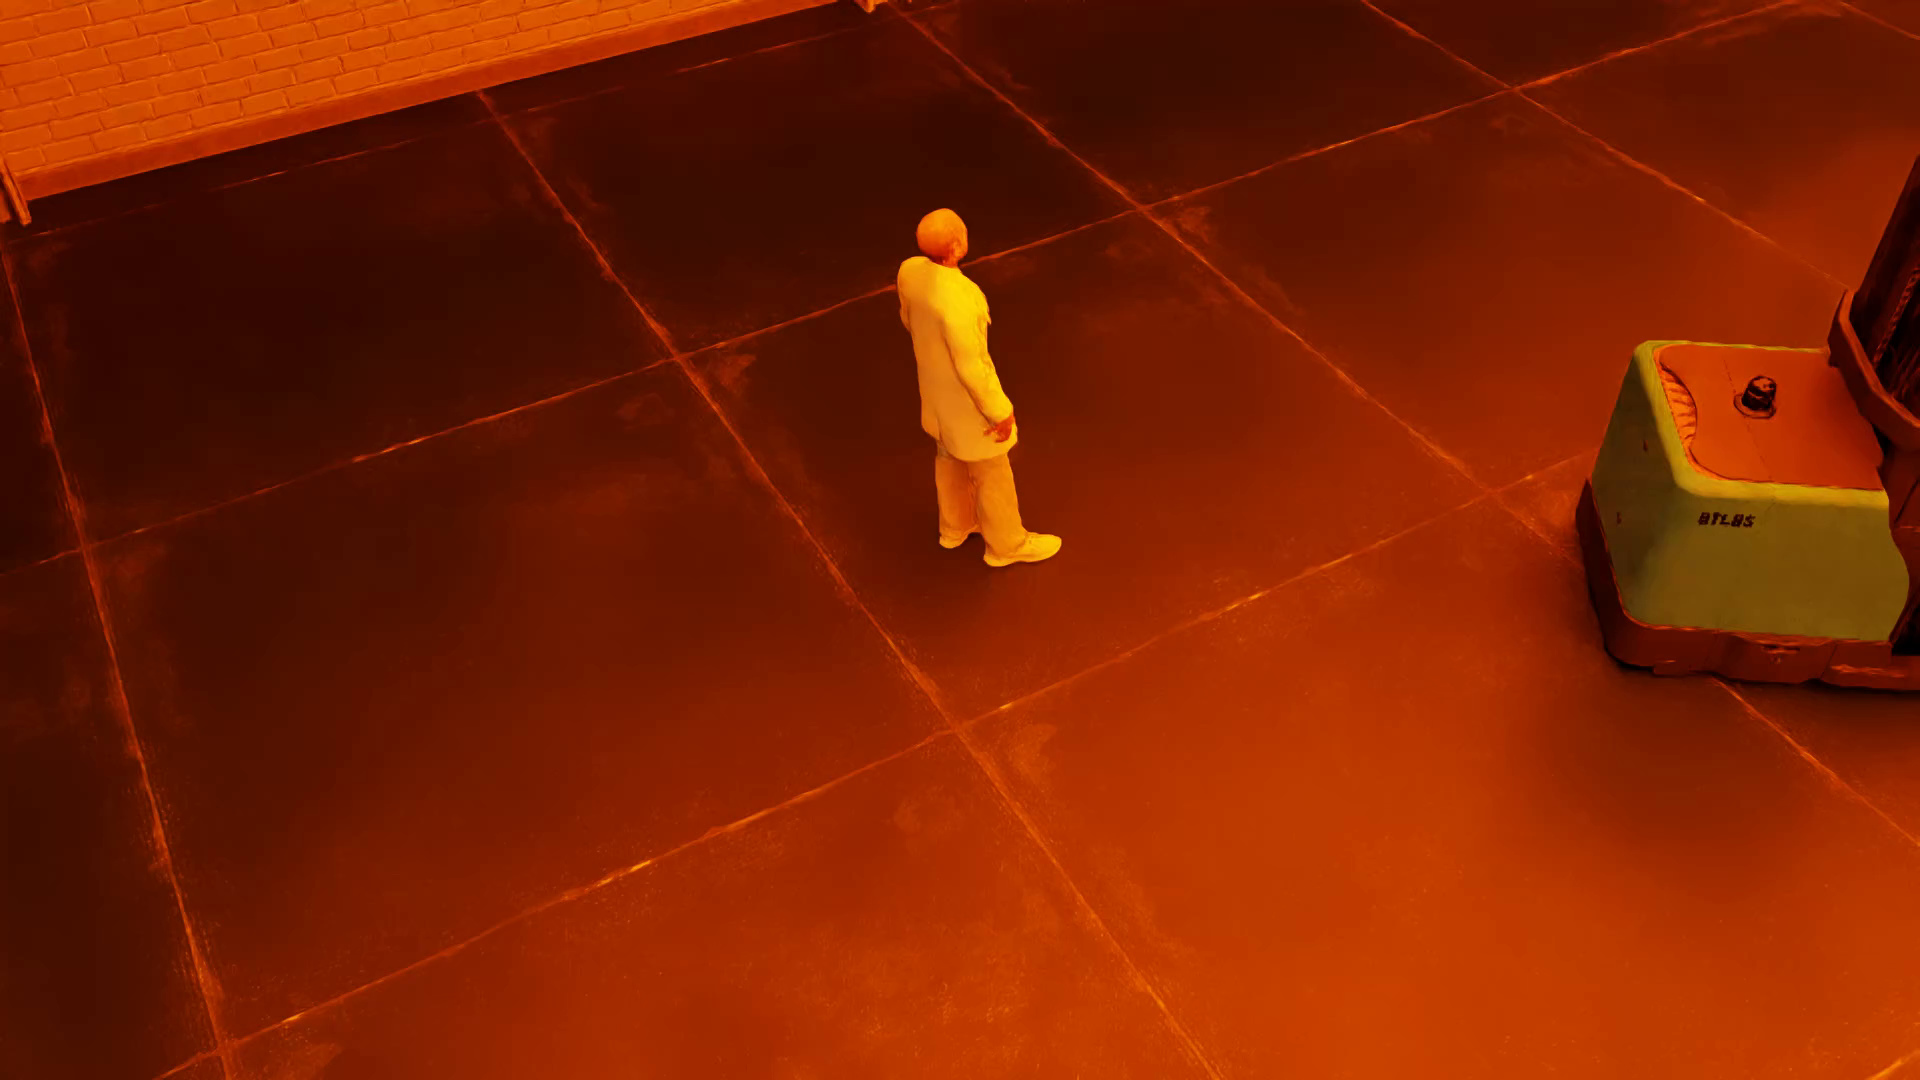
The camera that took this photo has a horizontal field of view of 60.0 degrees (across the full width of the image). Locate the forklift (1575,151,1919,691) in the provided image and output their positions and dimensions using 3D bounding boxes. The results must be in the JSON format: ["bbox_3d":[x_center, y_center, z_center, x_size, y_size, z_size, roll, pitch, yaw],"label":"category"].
[{"bbox_3d":[4.369,-0.736,6.491,3.031,2.935,1.130,4,43,4],"label":"forklift"}]

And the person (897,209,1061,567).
[{"bbox_3d":[0.081,-0.685,7.274,0.579,1.776,0.694,-21,47,-21],"label":"person"}]
